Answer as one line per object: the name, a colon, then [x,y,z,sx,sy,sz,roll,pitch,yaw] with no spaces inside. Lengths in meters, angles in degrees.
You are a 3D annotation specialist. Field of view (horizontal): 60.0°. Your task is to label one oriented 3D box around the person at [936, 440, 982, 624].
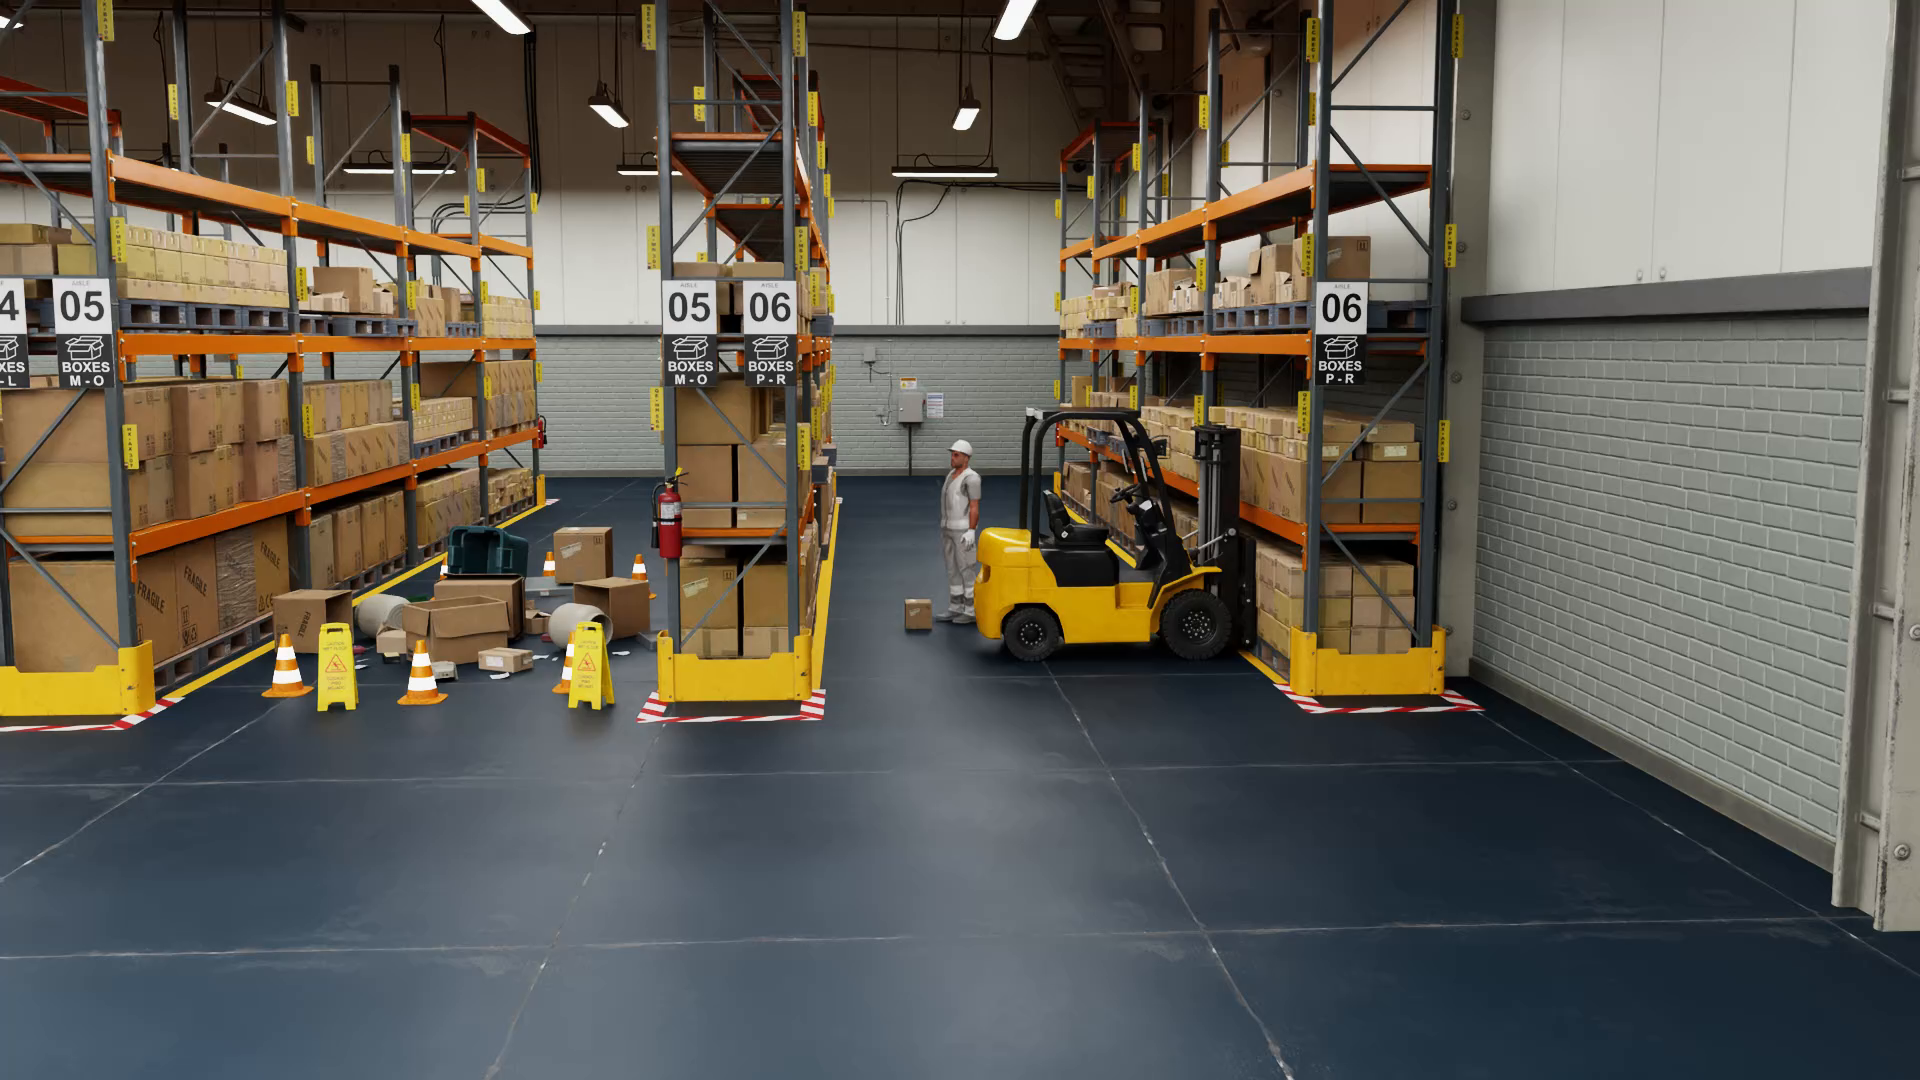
person: [-0.011,-0.080,16.259,0.335,1.793,0.523,-4,8,-32]
